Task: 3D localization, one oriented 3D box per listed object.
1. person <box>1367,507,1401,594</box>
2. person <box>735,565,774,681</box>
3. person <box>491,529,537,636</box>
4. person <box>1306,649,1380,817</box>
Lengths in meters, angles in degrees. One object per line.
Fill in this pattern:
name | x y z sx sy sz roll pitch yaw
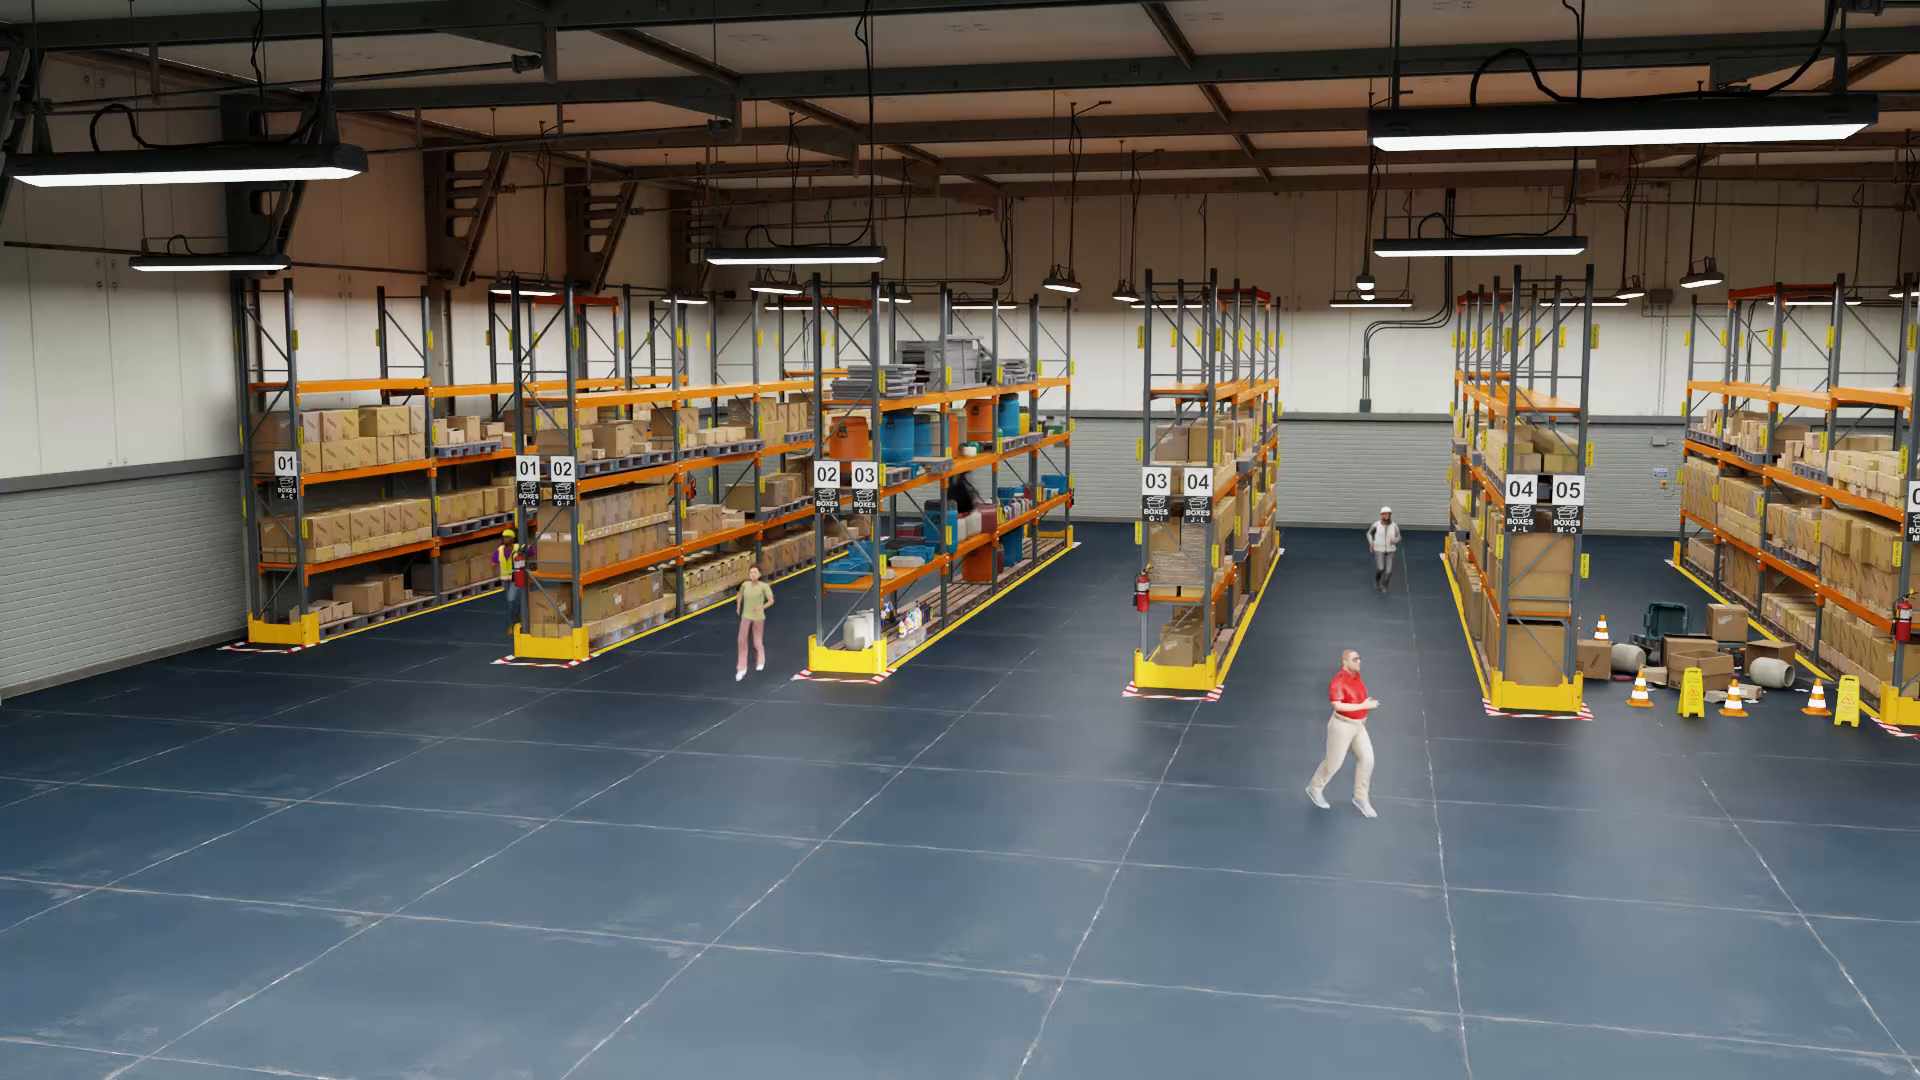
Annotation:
person | 8.368 0.211 32.765 0.644 1.730 0.591 1 7 5
person | -3.088 1.222 24.856 0.610 1.702 0.776 1 7 10
person | -7.666 0.709 28.580 0.710 1.812 0.905 2 7 14
person | 4.080 2.049 17.633 0.652 1.808 0.832 -7 9 -43
